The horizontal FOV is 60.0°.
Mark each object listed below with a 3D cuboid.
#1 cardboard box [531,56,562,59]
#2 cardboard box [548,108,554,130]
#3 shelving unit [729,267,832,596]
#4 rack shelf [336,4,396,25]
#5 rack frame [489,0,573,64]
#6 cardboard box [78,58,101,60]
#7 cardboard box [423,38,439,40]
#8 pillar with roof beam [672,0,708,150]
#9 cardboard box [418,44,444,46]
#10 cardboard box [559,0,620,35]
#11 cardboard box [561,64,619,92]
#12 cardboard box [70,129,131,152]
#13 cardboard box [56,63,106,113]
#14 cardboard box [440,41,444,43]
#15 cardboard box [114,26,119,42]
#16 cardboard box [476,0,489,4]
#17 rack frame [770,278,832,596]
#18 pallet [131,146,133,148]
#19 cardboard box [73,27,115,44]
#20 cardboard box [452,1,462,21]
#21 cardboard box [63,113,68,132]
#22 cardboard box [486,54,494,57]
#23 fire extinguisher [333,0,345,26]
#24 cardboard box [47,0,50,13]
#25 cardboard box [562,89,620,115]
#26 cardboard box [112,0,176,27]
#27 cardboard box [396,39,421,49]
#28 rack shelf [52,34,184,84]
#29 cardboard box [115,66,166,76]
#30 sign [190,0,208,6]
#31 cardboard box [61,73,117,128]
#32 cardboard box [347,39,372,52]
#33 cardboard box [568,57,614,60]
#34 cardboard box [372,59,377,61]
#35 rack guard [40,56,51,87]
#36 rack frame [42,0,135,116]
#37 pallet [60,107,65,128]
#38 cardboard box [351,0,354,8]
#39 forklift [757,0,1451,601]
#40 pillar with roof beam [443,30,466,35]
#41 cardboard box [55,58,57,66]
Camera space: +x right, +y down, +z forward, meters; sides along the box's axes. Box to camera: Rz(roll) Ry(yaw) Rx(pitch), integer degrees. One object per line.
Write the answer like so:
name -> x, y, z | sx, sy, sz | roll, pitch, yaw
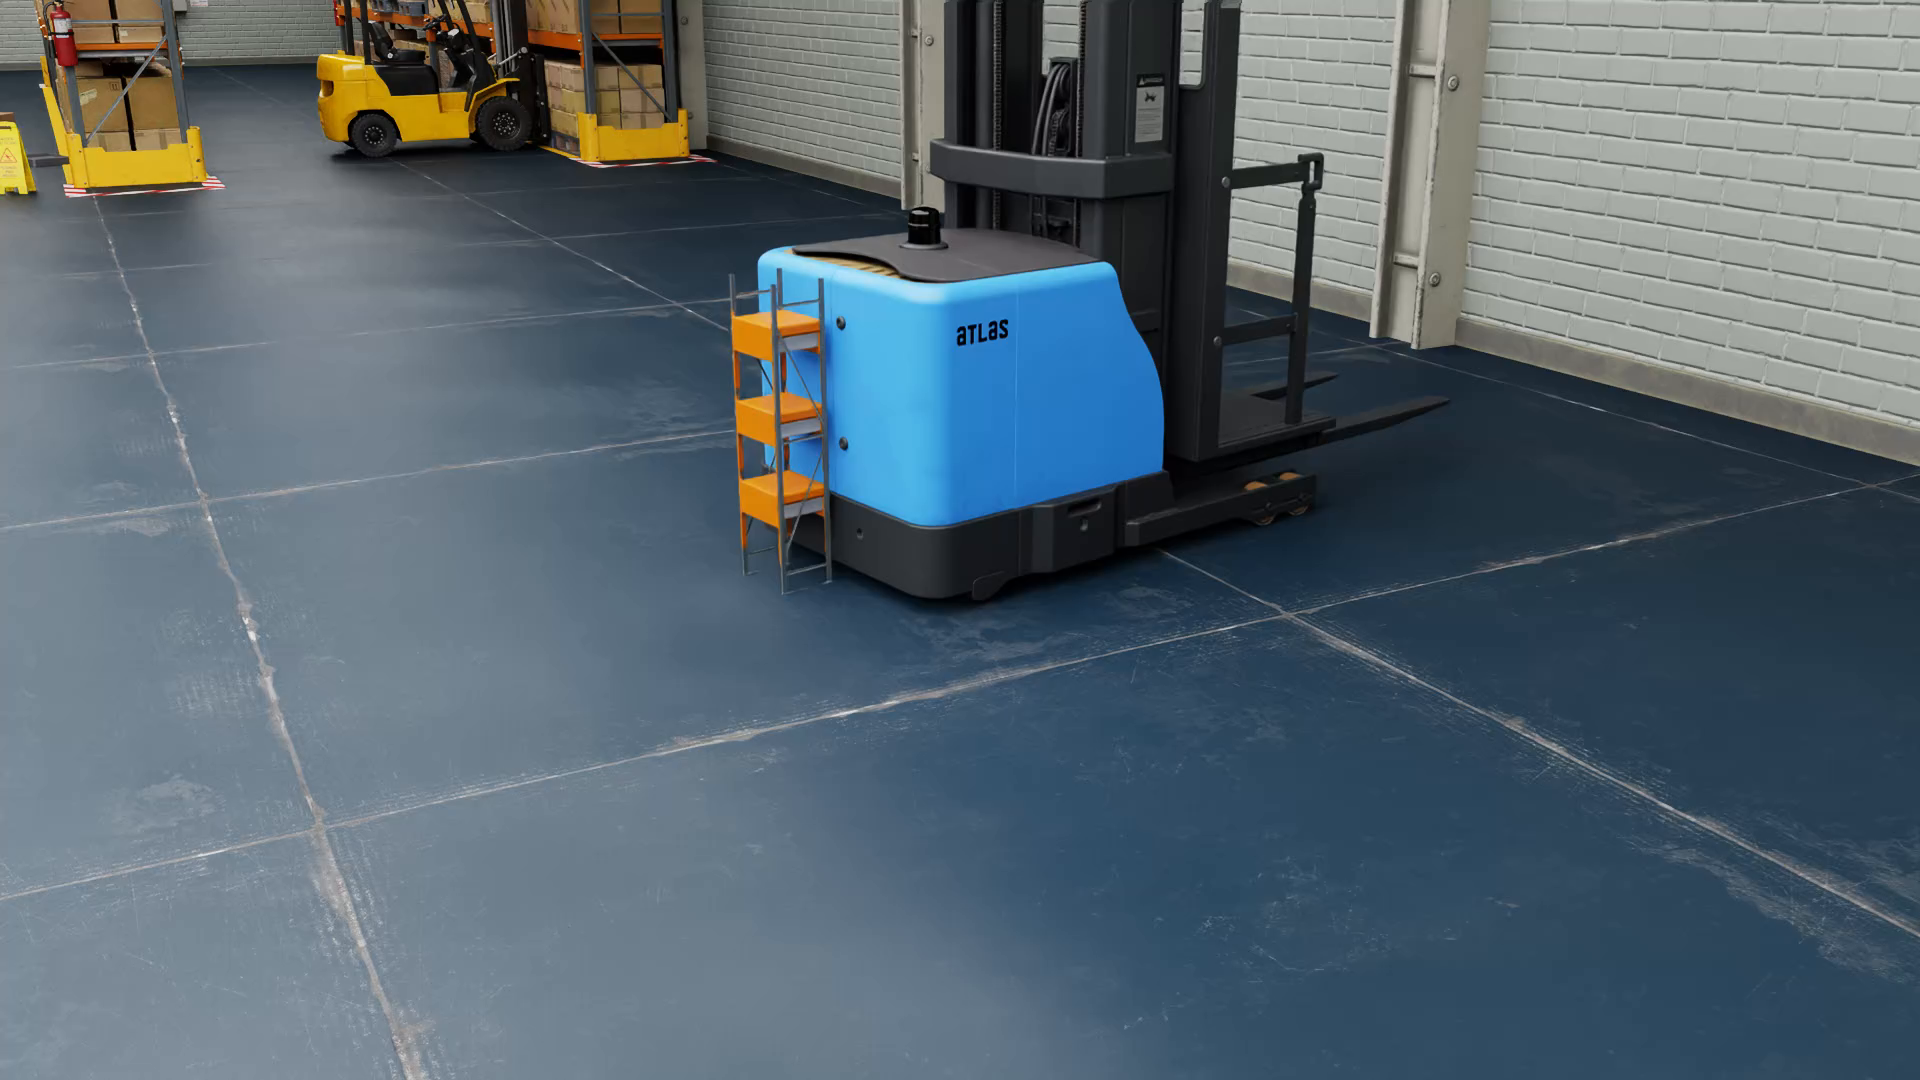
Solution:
cardboard box -> -5.062, -5.698, 20.083 | 0.500, 0.250, 0.500 | -9, 21, -25
cardboard box -> -4.555, -4.929, 19.388 | 0.500, 0.250, 0.500 | -10, 21, -26
shelving unit -> -0.596, -0.361, 5.567 | 0.215, 1.050, 0.252 | -15, 24, -37
rack shelf -> -10.245, -9.334, 29.685 | 1.077, 0.370, 4.000 | -10, 21, -27
rack frame -> -5.496, -6.803, 21.248 | 1.000, 3.000, 0.127 | -10, 21, -27
cardboard box -> -8.923, -4.802, 16.876 | 0.380, 0.149, 0.250 | -10, 21, -26
cardboard box -> -8.737, -8.287, 27.744 | 0.380, 0.149, 0.250 | -10, 21, -27
pillar with roof beam -> -6.923, -8.163, 15.993 | 9.100, 9.000, 0.400 | -10, 21, -27
cardboard box -> -8.096, -7.533, 25.558 | 0.380, 0.149, 0.250 | -11, 22, -28
cardboard box -> -4.061, -5.803, 18.196 | 0.500, 0.500, 0.500 | -11, 22, -28
cardboard box -> -4.090, -5.110, 18.380 | 0.500, 0.250, 0.500 | -9, 21, -25
cardboard box -> -8.595, -3.981, 16.641 | 0.500, 0.250, 0.500 | -10, 21, -27
cardboard box -> -9.820, -5.075, 18.663 | 0.500, 0.500, 0.500 | -9, 21, -24
cardboard box -> -8.121, -7.920, 26.678 | 0.380, 0.149, 0.250 | -11, 22, -29
cardboard box -> -8.075, -4.966, 16.309 | 0.380, 0.149, 0.250 | -10, 21, -26
cardboard box -> -5.954, -7.070, 21.485 | 0.500, 0.250, 0.500 | -10, 22, -28
rack frame -> -0.519, -0.330, 5.477 | 0.200, 1.050, 0.008 | -15, 24, -37
pallet -> -8.929, -4.177, 17.913 | 1.003, 0.211, 1.213 | -10, 21, -27
cardboard box -> -8.329, -4.840, 15.945 | 0.380, 0.149, 0.250 | -9, 21, -25
cardboard box -> -6.670, -7.274, 22.843 | 0.500, 0.250, 0.500 | -9, 21, -25
cardboard box -> -9.820, -4.721, 18.785 | 0.500, 0.250, 0.500 | -11, 22, -29
cardboard box -> -6.474, -6.466, 23.270 | 0.875, 0.625, 0.625 | -11, 22, -29
fire extinguisher -> -11.671, -10.006, 31.220 | 0.296, 0.674, 0.183 | -10, 21, -27
cardboard box -> -8.932, -5.474, 16.789 | 0.500, 0.500, 0.500 | -10, 21, -27
cardboard box -> -4.103, -4.881, 18.483 | 0.500, 0.250, 0.500 | -10, 22, -27
cardboard box -> -7.944, -5.252, 16.143 | 0.500, 0.500, 0.500 | -10, 22, -27
cardboard box -> -9.027, -8.139, 27.315 | 0.380, 0.149, 0.250 | -11, 22, -29
rack shelf -> -8.913, -5.119, 17.470 | 1.077, 0.370, 4.000 | -10, 21, -27
cardboard box -> -8.859, -4.866, 18.057 | 0.500, 0.500, 0.500 | -9, 21, -24
sign -> -16.005, -11.468, 34.912 | 0.329, 0.494, 0.001 | -10, 21, -27
cardboard box -> -8.824, -4.477, 16.929 | 0.500, 0.500, 0.500 | -9, 21, -25
cardboard box -> -10.987, -9.076, 31.019 | 0.797, 0.503, 0.637 | -11, 22, -29
cardboard box -> -4.364, -5.630, 19.886 | 0.500, 0.250, 0.500 | -10, 22, -28
cardboard box -> -9.987, -8.223, 28.910 | 0.396, 0.266, 0.258 | -9, 21, -25
rack guard -> -15.572, -8.303, 29.428 | 1.175, 0.500, 0.348 | -10, 21, -27
rack frame -> -11.762, -7.181, 22.345 | 1.000, 3.000, 0.127 | -10, 21, -27
pallet -> -11.392, -5.639, 22.149 | 1.003, 0.211, 1.213 | -10, 21, -27
cardboard box -> -10.712, -9.615, 29.781 | 0.380, 0.149, 0.250 | -11, 22, -28
forklift -> 0.747, -1.558, 6.154 | 3.031, 2.935, 1.130 | -15, 24, -37
pillar with roof beam -> -12.621, -11.608, 25.976 | 9.100, 9.000, 0.400 | -10, 21, -27
cardboard box -> -9.813, -5.337, 18.426 | 0.380, 0.149, 0.250 | -10, 21, -26
